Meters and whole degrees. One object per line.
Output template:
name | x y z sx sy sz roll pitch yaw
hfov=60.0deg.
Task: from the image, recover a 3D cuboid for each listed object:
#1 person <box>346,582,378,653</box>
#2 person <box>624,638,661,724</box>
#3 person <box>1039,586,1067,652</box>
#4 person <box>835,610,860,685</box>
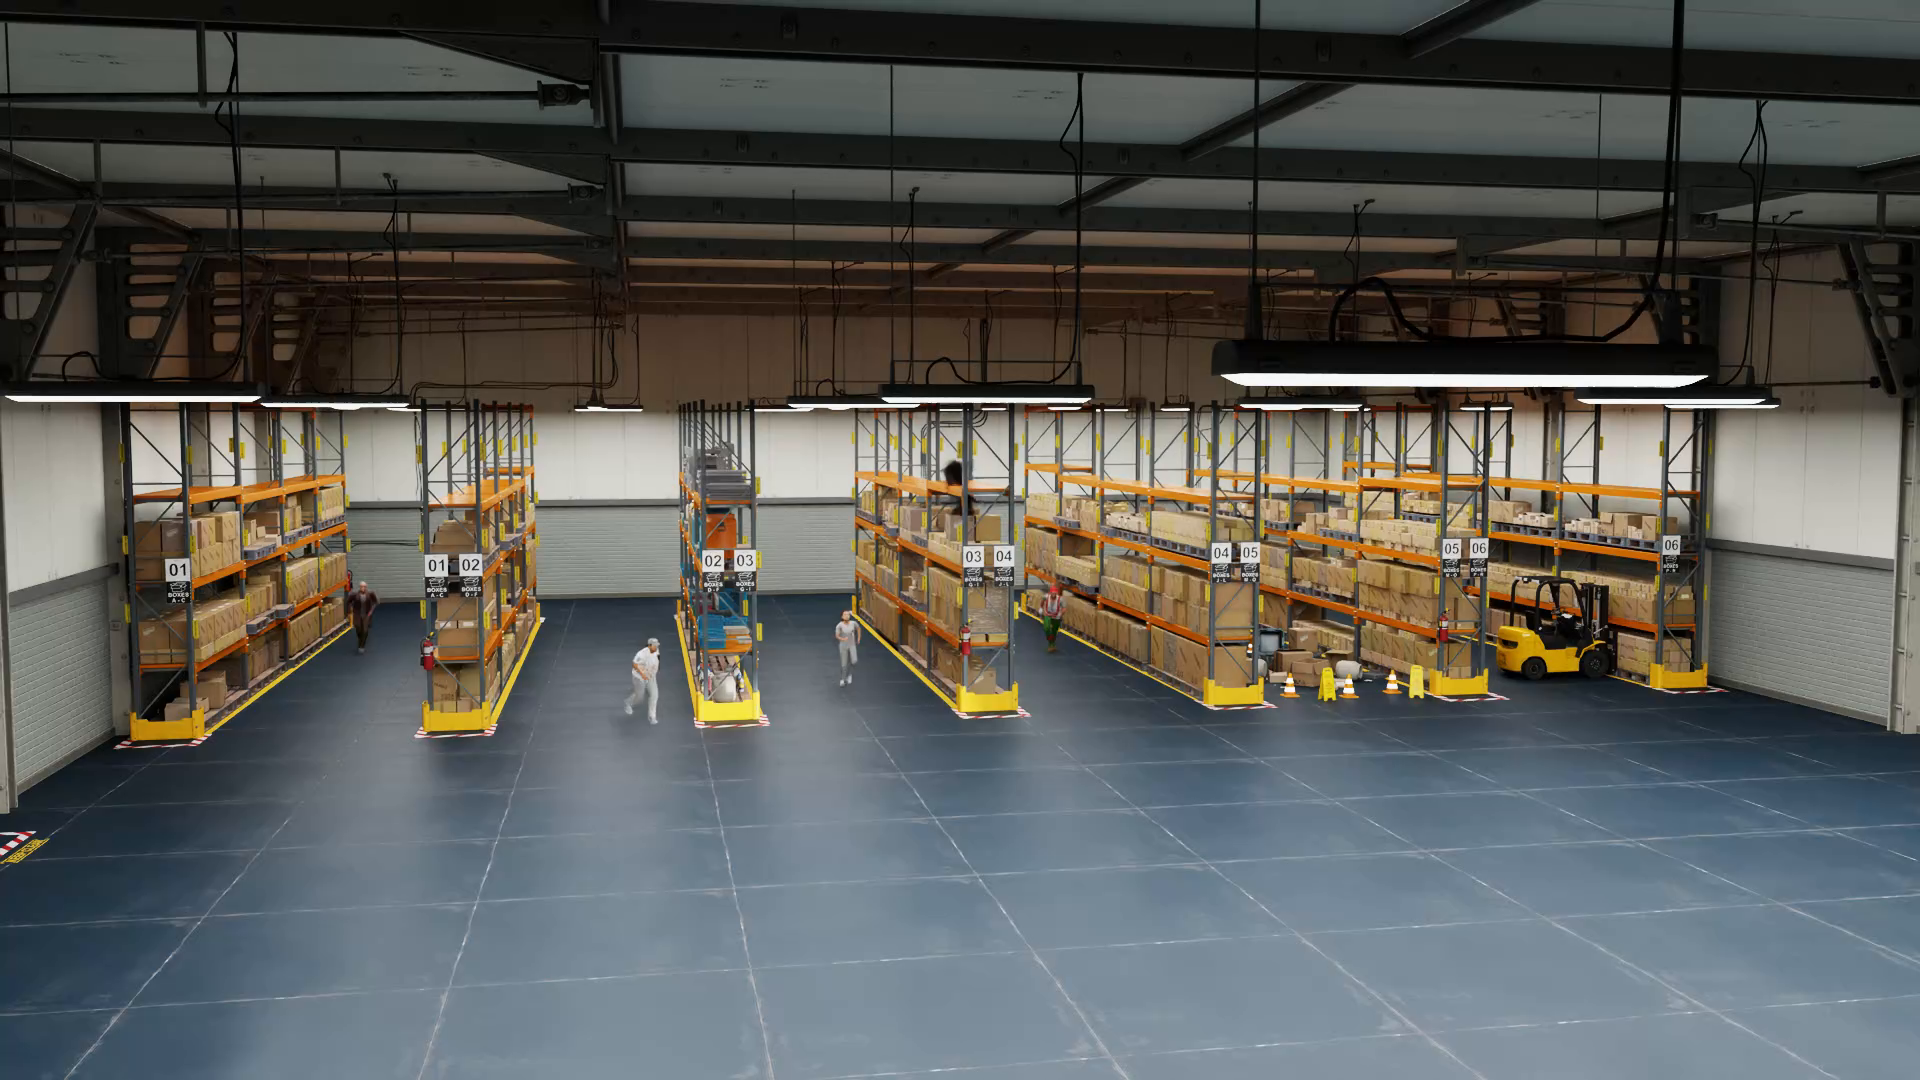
person | -14.436 1.846 40.141 0.719 1.712 0.706 -2 5 -27
person | -5.936 2.609 31.053 0.999 1.631 0.602 3 6 38
person | 2.249 1.864 40.141 0.700 1.589 1.093 1 4 8
person | -2.344 2.262 34.893 0.574 1.619 0.776 -1 4 -13
